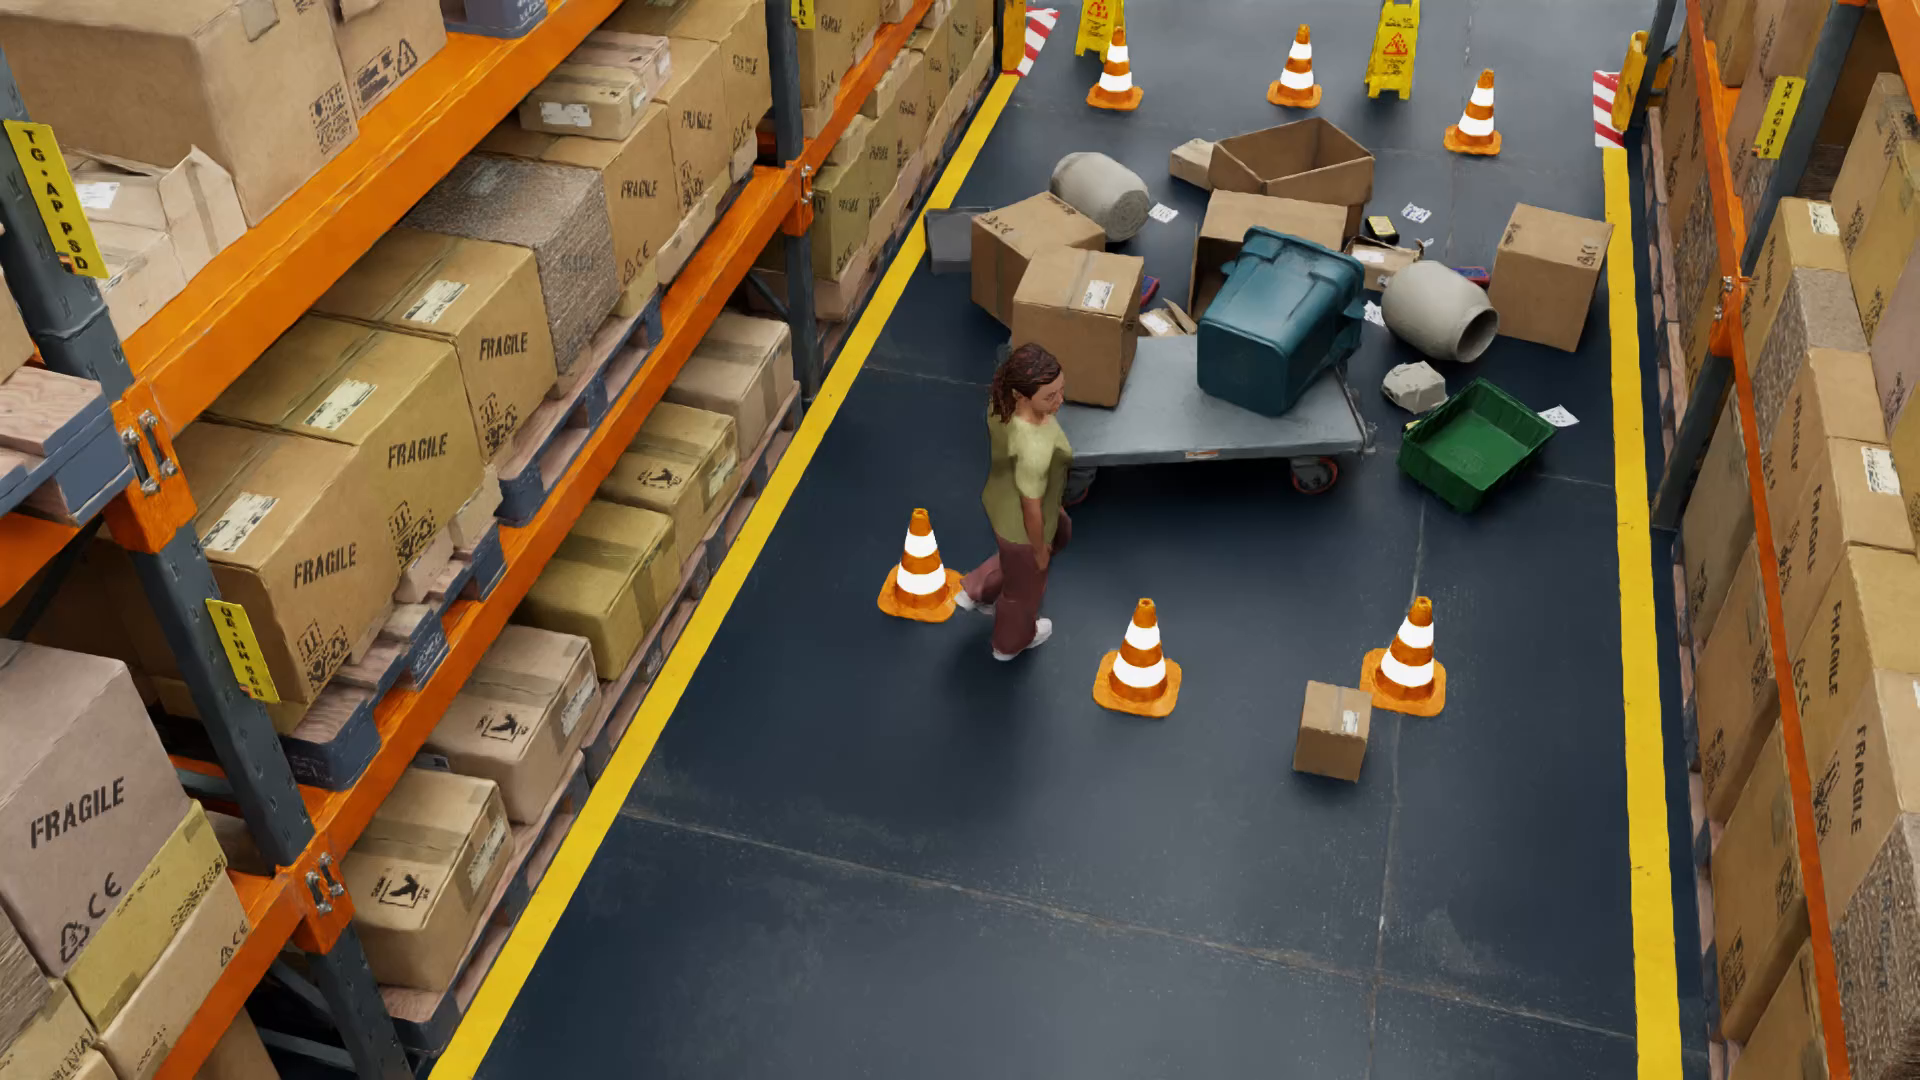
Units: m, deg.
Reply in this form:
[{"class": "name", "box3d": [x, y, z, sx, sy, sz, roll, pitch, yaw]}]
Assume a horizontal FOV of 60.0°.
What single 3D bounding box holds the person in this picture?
[{"class": "person", "box3d": [0.264, -0.111, 6.297, 0.476, 1.664, 0.594, -14, 43, -15]}]
